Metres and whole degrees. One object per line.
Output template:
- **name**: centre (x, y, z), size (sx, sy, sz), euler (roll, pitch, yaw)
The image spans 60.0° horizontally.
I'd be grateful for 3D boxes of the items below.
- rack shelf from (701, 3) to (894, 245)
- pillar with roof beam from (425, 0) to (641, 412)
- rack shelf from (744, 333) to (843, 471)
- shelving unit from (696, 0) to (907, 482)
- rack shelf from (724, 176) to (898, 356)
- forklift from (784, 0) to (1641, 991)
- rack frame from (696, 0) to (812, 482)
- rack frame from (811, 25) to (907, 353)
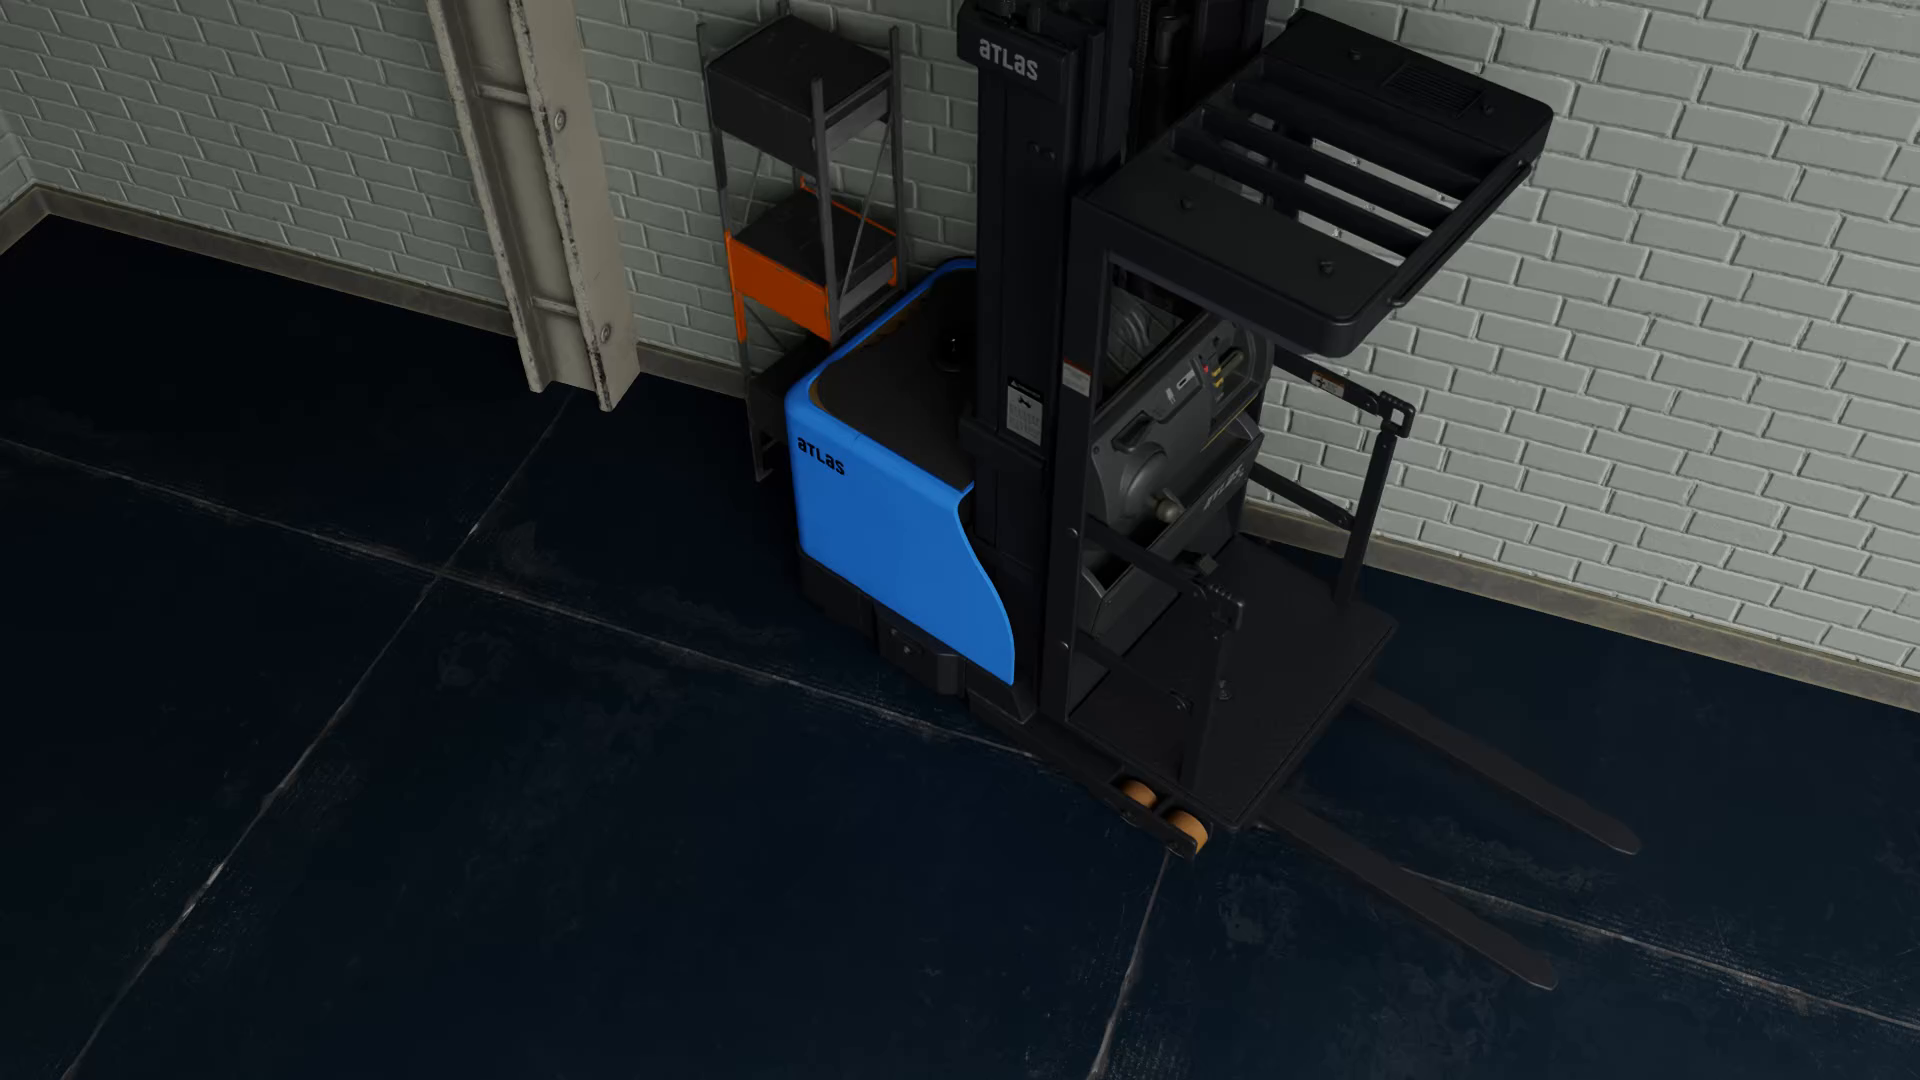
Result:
- **rack shelf**: centre (-0.513, -1.381, 5.515), size (0.480, 0.518, 0.431), euler (31, 56, 24)
- **pillar with roof beam**: centre (-3.113, -0.601, 1.183), size (0.400, 9.000, 9.100), euler (16, 51, 13)
- **rack shelf**: centre (-0.515, -0.462, 6.571), size (0.480, 0.518, 0.431), euler (31, 56, 24)
- **shelving unit**: centre (-0.514, -0.931, 6.033), size (0.503, 2.100, 0.431), euler (31, 56, 24)
- **rack shelf**: centre (-0.514, -0.922, 6.043), size (0.480, 0.518, 0.431), euler (31, 56, 24)
- **forklift**: centre (0.850, -0.338, 4.970), size (3.031, 2.935, 1.130), euler (31, 56, 24)
- **rack frame**: centre (-0.705, -1.046, 6.133), size (0.015, 2.100, 0.400), euler (31, 56, 24)
- **rack frame**: centre (-0.324, -0.815, 5.933), size (0.015, 2.100, 0.400), euler (31, 56, 24)
